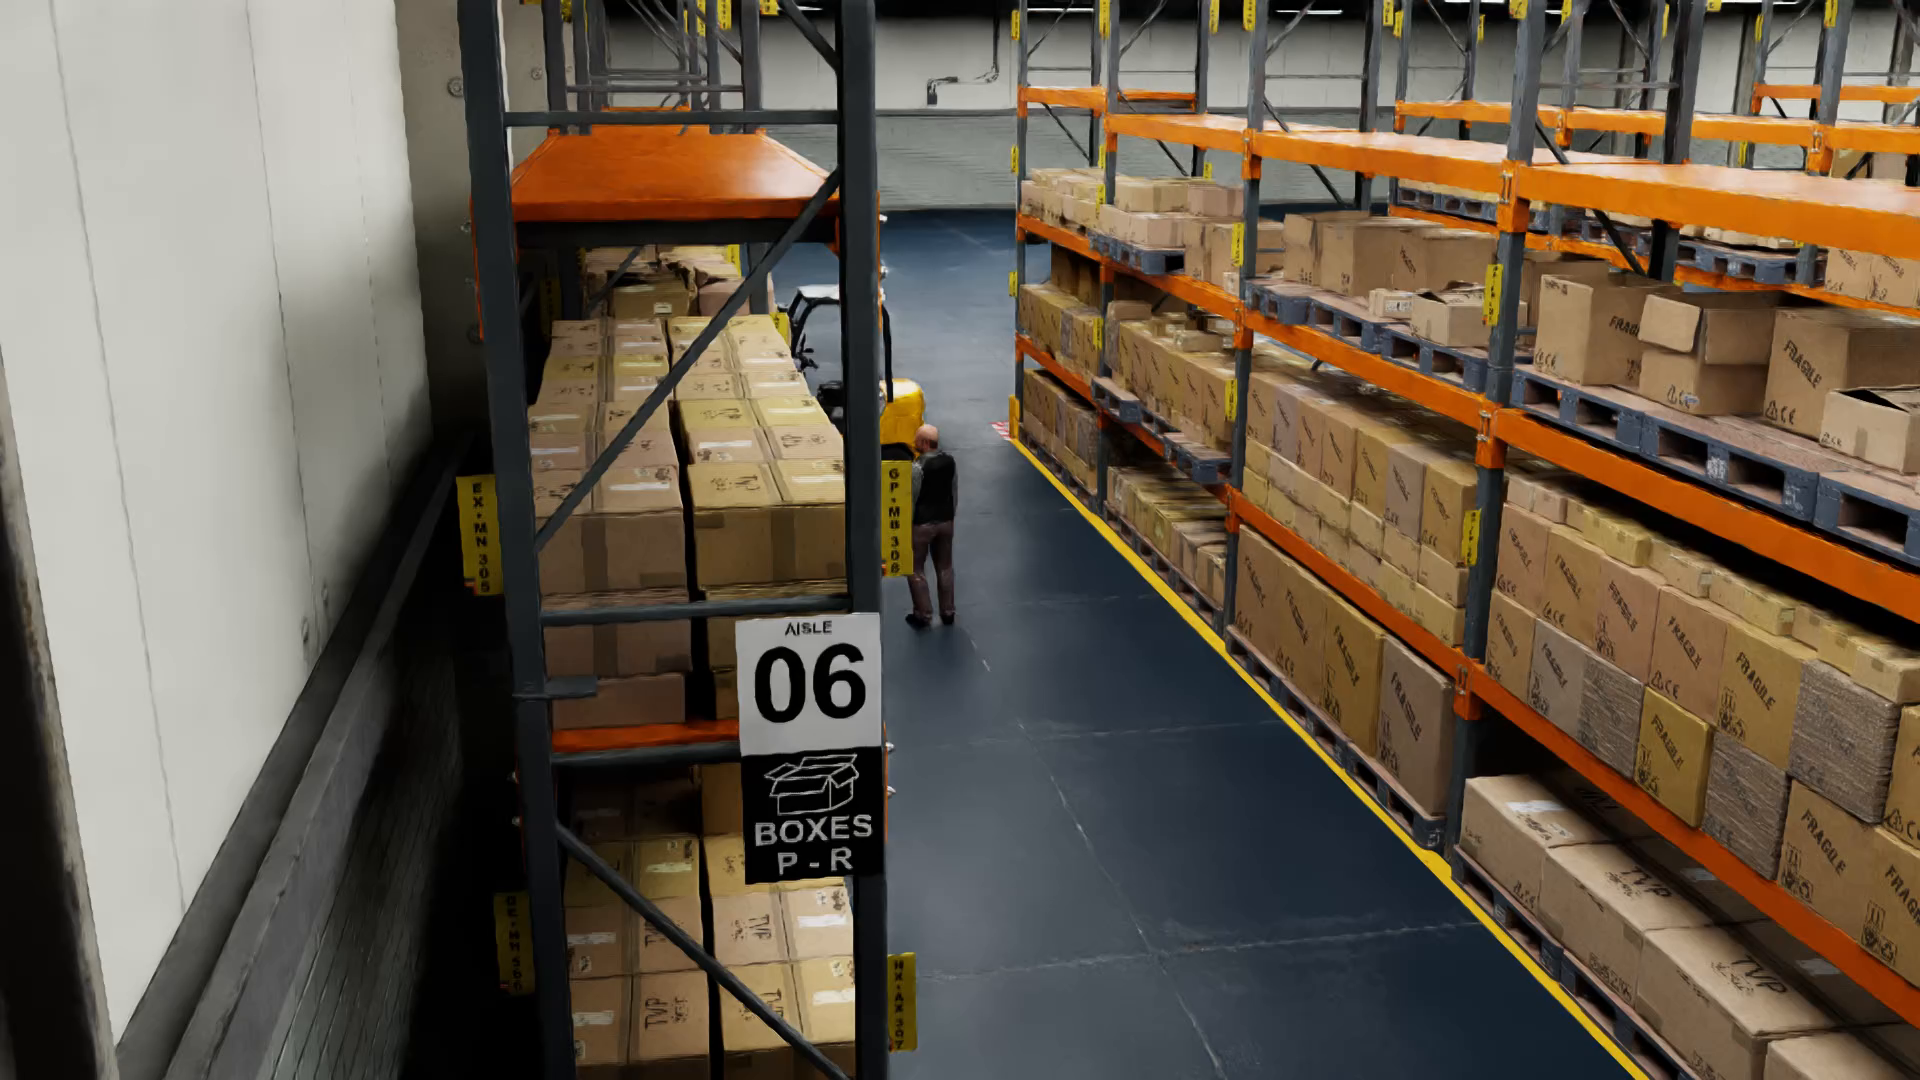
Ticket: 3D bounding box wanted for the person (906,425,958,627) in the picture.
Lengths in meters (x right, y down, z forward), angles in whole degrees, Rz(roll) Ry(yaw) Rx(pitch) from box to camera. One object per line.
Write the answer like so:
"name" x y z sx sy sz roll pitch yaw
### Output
"person" -0.258 -0.125 13.953 0.555 1.723 0.362 -12 20 -35
